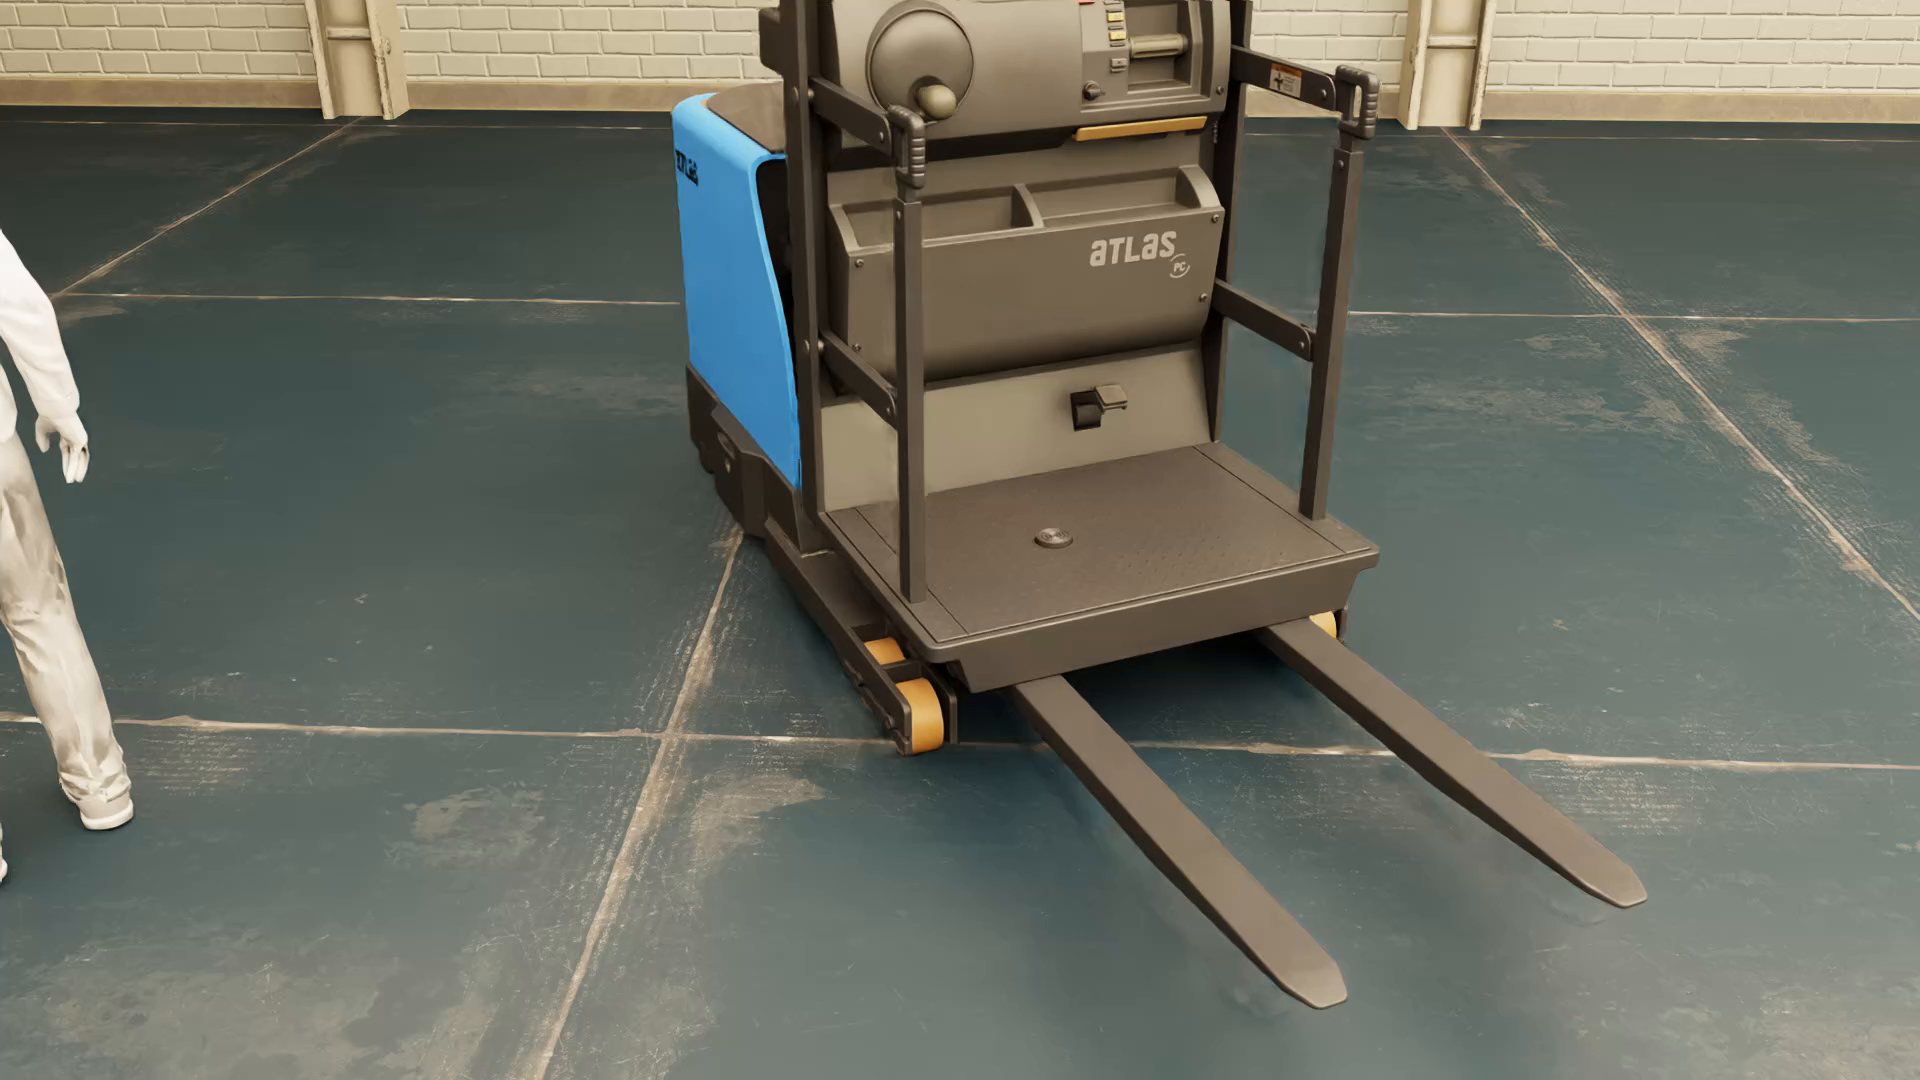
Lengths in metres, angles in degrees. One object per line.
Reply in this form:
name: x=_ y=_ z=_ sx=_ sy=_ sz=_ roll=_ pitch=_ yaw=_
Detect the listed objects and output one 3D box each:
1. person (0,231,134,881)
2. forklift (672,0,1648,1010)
person: x=-1.870 y=-0.144 z=2.942 sx=0.591 sy=1.659 sz=0.396 roll=-19 pitch=32 yaw=-33
forklift: x=0.247 y=-1.066 z=3.370 sx=1.130 sy=2.935 sz=3.031 roll=-11 pitch=28 yaw=-21
